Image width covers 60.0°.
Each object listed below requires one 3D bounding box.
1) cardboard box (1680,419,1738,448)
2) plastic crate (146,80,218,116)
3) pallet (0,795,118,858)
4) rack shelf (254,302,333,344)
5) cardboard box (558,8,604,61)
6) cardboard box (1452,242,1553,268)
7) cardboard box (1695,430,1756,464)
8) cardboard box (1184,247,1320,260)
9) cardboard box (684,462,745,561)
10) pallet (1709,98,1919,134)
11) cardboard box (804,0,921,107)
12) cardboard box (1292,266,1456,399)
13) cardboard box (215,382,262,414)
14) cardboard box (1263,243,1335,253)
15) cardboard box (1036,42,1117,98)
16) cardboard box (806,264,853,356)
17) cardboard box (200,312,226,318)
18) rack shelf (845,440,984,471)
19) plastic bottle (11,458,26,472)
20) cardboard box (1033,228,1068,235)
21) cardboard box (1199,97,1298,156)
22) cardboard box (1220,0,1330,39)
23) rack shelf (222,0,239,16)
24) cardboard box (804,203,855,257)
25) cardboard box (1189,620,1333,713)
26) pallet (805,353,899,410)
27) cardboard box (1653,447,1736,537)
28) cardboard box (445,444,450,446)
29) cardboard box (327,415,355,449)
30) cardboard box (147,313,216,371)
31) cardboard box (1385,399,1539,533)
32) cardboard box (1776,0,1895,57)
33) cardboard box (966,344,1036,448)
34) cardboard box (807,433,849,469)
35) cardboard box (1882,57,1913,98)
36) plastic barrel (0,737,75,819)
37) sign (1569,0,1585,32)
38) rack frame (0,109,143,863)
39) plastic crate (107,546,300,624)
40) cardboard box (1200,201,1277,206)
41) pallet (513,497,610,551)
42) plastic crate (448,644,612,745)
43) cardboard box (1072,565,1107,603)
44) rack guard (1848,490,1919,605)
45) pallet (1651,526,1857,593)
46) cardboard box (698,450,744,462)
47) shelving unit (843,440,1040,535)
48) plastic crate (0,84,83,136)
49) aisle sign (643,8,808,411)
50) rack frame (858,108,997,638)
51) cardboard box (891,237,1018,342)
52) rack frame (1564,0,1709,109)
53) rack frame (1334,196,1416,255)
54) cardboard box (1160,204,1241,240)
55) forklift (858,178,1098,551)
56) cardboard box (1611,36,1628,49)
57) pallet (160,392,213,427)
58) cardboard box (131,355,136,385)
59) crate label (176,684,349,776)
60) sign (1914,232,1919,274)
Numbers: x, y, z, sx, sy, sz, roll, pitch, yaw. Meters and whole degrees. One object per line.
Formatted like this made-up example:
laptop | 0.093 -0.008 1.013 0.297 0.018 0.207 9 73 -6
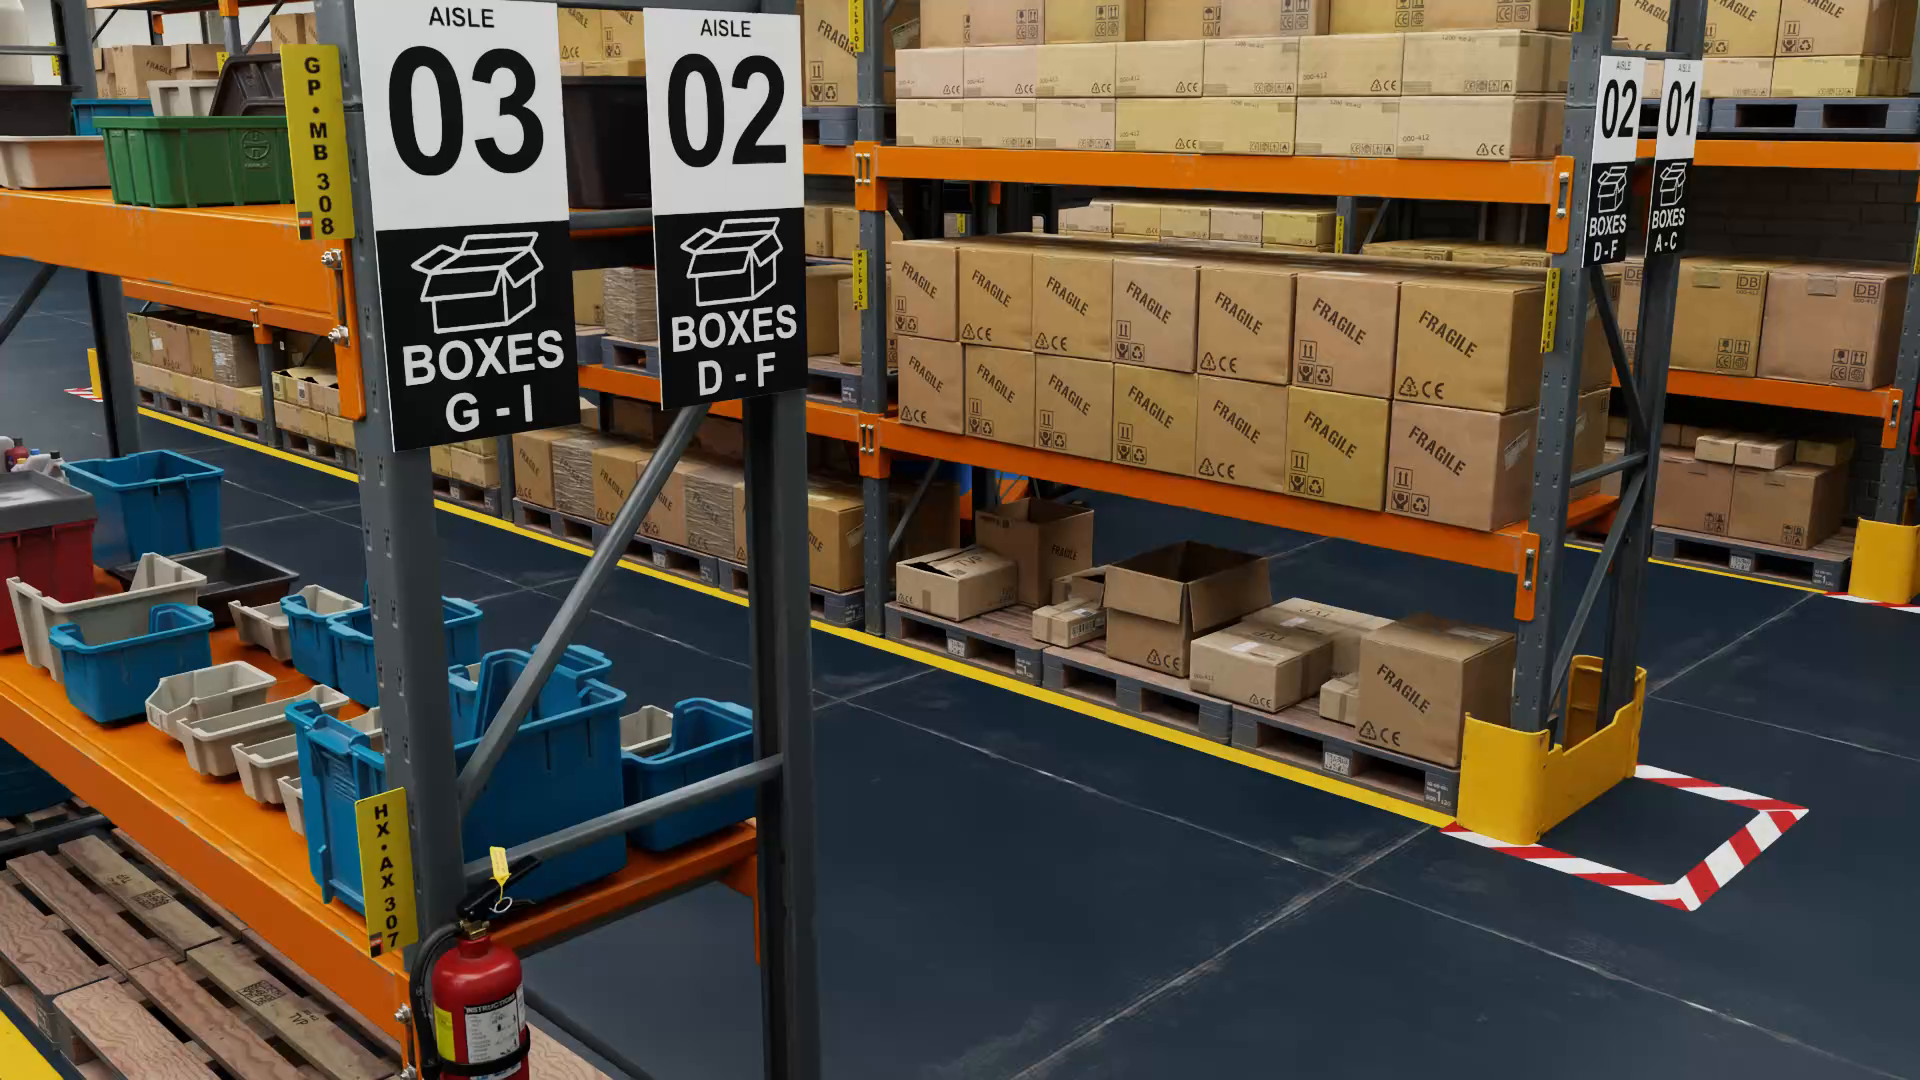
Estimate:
cardboard box | 5.255 -0.740 11.660 0.250 0.149 0.380 14 20 43
plastic crate | -2.113 -1.221 4.955 0.530 0.282 0.437 14 20 42
pallet | -4.138 1.124 7.200 1.213 0.211 1.003 14 20 42
rack shelf | -4.489 -1.683 13.870 4.000 0.370 1.077 14 20 42
cardboard box | -2.373 -3.498 11.279 0.500 0.500 0.500 14 20 42
cardboard box | 4.166 -1.800 12.295 0.700 0.700 0.980 13 19 41
cardboard box | 5.168 -0.627 11.227 0.380 0.149 0.250 -14 20 -43
cardboard box | 1.468 -1.206 8.431 0.500 0.500 0.500 13 20 42
cardboard box | -1.435 -0.195 10.816 0.500 0.500 0.500 14 20 43
pallet | 5.604 -2.718 10.640 1.213 0.211 1.003 14 20 42
cardboard box | -0.482 -2.834 9.682 0.600 0.600 0.600 11 18 37
cardboard box | 1.834 -0.930 7.370 0.500 0.500 0.500 -14 20 -43
cardboard box | -6.768 -1.385 15.918 0.500 0.250 0.500 14 20 42
cardboard box | 2.758 -2.118 13.284 0.500 0.500 0.500 13 20 41
cardboard box | 0.720 -2.295 8.148 0.500 0.250 0.500 14 20 42
cardboard box | -0.895 -1.465 10.575 0.700 0.500 0.500 -11 18 -35
cardboard box | -7.486 -2.105 17.194 0.500 0.500 0.500 14 20 42
rack shelf | -0.162 -0.635 10.682 1.000 0.278 0.538 4 35 30
plastic bottle | -4.148 -0.260 7.376 0.097 0.201 0.097 0 15 0
cardboard box | 0.929 -2.558 14.974 0.500 0.500 0.500 -14 20 -42
cardboard box | 1.435 -1.877 7.535 0.500 0.250 0.500 14 20 42
cardboard box | 1.593 -2.523 7.535 0.500 0.500 0.700 14 20 42
rack shelf | -4.489 -4.393 13.164 4.000 0.370 1.077 14 20 42
cardboard box | -1.258 -3.239 17.341 0.700 0.500 0.500 -11 18 -37
cardboard box | 1.484 0.614 8.206 0.500 0.250 0.500 14 20 42
pallet | -0.670 -1.048 10.386 1.213 0.211 1.003 14 20 42
cardboard box | 5.211 -0.367 11.514 0.500 0.500 0.700 14 20 42
cardboard box | -3.976 -0.962 13.184 0.500 0.311 0.500 13 20 41
cardboard box | -5.069 -0.959 14.282 0.500 0.250 0.500 13 19 41
cardboard box | -7.847 -2.010 16.832 0.500 0.500 0.500 14 20 42
cardboard box | 2.198 -0.359 7.161 0.500 0.500 0.500 -14 20 -42
cardboard box | 5.429 -3.253 10.298 0.500 0.500 0.500 14 20 42
cardboard box | 0.378 -0.802 8.863 0.500 0.500 0.500 14 20 43
cardboard box | -1.069 -0.651 11.081 0.500 0.250 0.500 14 20 42
cardboard box | 5.790 -2.984 10.752 0.500 0.250 0.500 -13 20 -41
plastic barrel | -3.991 0.631 6.890 0.708 0.901 0.600 14 20 42
sign | 2.310 -2.064 6.199 0.005 0.325 0.100 14 20 42
rack frame | -3.611 -0.083 6.301 0.127 3.000 1.000 14 20 42
plastic crate | -2.619 0.168 5.763 0.590 0.125 0.437 14 20 42
cardboard box | 2.370 -2.751 14.226 0.500 0.250 0.500 13 19 40
pallet | -2.538 -0.194 12.259 1.213 0.211 1.003 14 20 42
plastic crate | -1.155 0.451 4.465 0.300 0.233 0.416 14 20 42
cardboard box | 0.977 0.286 9.344 0.500 0.311 0.500 14 20 42
rack guard | 6.162 0.033 10.815 0.348 0.500 1.175 14 20 42
pallet | 5.515 0.043 11.350 1.213 0.211 1.003 14 20 42
cardboard box | -1.459 -0.382 11.535 0.500 0.500 0.500 13 19 40
shelving unit | -0.097 -0.390 10.826 1.048 1.125 0.538 4 35 30
plastic crate | -2.907 -1.204 4.914 0.590 0.269 0.497 14 20 42
aisle sign | -0.473 -0.682 3.445 0.004 0.787 0.394 14 20 42
rack frame | -0.170 -0.981 9.749 0.127 3.000 1.000 14 20 42
cardboard box | -0.026 -1.380 9.098 0.500 0.500 0.500 -14 20 -43
rack frame | 2.709 -3.184 6.306 0.127 3.000 1.000 14 20 42
rack frame | 3.266 -1.881 13.202 0.127 3.000 1.000 14 20 42
cardboard box | 2.023 -2.662 13.883 0.500 0.250 0.500 -14 20 -43
forklift | 0.311 -1.555 12.088 1.130 2.935 3.031 8 17 29
cardboard box | 2.520 -2.039 7.166 0.500 0.250 0.500 14 20 42
pallet | -7.355 -1.392 16.857 1.213 0.211 1.003 14 20 42
cardboard box | -8.577 -1.820 17.588 0.500 0.250 0.500 14 20 42
crate label | -1.860 0.508 4.436 0.243 0.136 0.396 14 20 42
sign | 5.758 -1.760 9.971 0.005 0.325 0.100 14 20 42
